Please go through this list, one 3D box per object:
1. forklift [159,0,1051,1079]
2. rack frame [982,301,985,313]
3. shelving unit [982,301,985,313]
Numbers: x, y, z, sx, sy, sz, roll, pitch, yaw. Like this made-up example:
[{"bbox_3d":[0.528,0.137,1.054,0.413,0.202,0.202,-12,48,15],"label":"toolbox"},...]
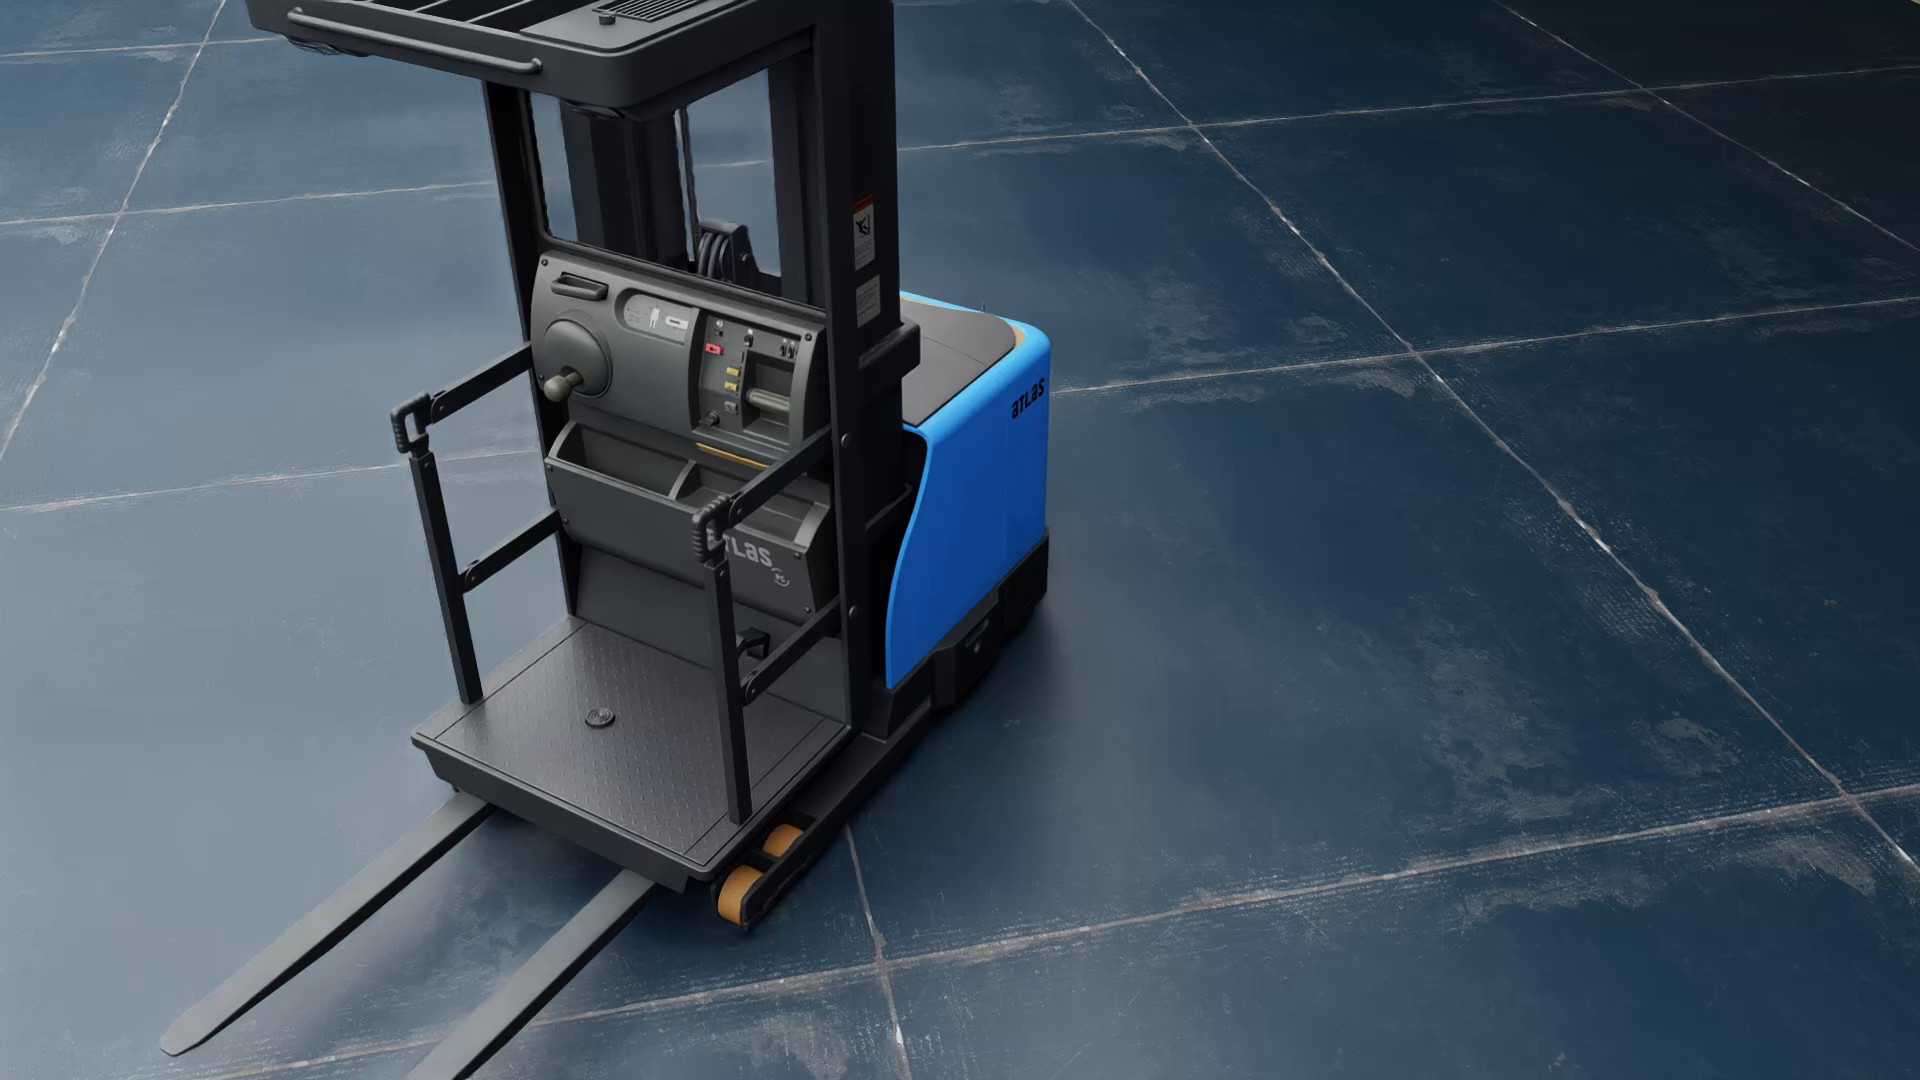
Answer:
[{"bbox_3d":[-0.880,-0.436,4.269,1.130,2.935,3.031,18,38,25],"label":"forklift"},{"bbox_3d":[0.110,-0.408,6.050,0.006,0.900,0.240,-8,35,-12],"label":"rack frame"},{"bbox_3d":[0.011,-0.394,6.029,0.210,0.900,0.258,-8,35,-12],"label":"shelving unit"}]
